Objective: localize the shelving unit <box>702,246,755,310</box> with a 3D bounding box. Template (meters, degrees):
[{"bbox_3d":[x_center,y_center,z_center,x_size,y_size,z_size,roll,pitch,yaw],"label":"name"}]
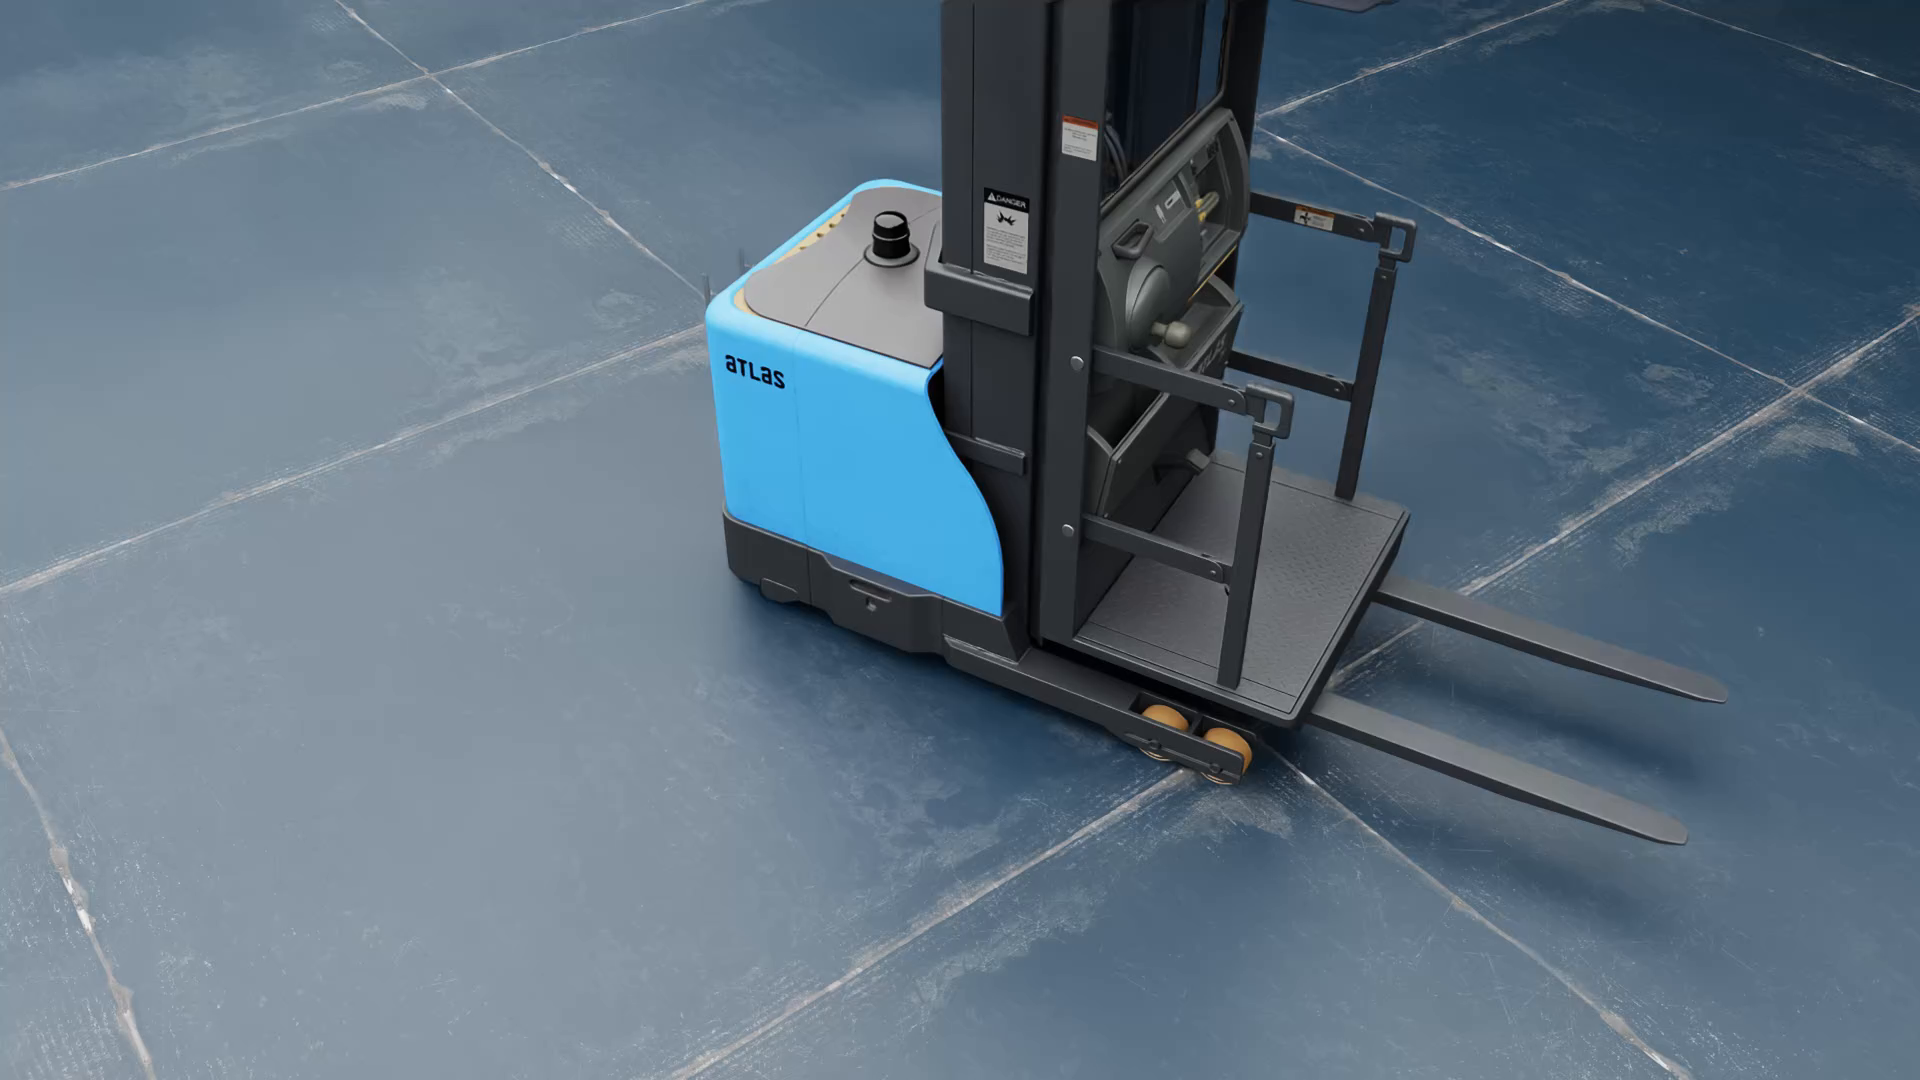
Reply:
[{"bbox_3d":[-0.680,-0.535,5.692,0.258,0.900,0.210,19,43,21],"label":"shelving unit"}]

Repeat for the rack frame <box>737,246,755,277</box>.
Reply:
[{"bbox_3d":[-0.633,-0.592,5.762,0.240,0.900,0.006,19,43,21],"label":"rack frame"}]

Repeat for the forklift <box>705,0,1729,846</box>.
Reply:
[{"bbox_3d":[0.766,-0.805,4.420,3.031,2.935,1.130,19,43,22],"label":"forklift"}]

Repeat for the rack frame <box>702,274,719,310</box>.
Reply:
[{"bbox_3d":[-0.728,-0.478,5.623,0.240,0.900,0.006,19,43,21],"label":"rack frame"}]
